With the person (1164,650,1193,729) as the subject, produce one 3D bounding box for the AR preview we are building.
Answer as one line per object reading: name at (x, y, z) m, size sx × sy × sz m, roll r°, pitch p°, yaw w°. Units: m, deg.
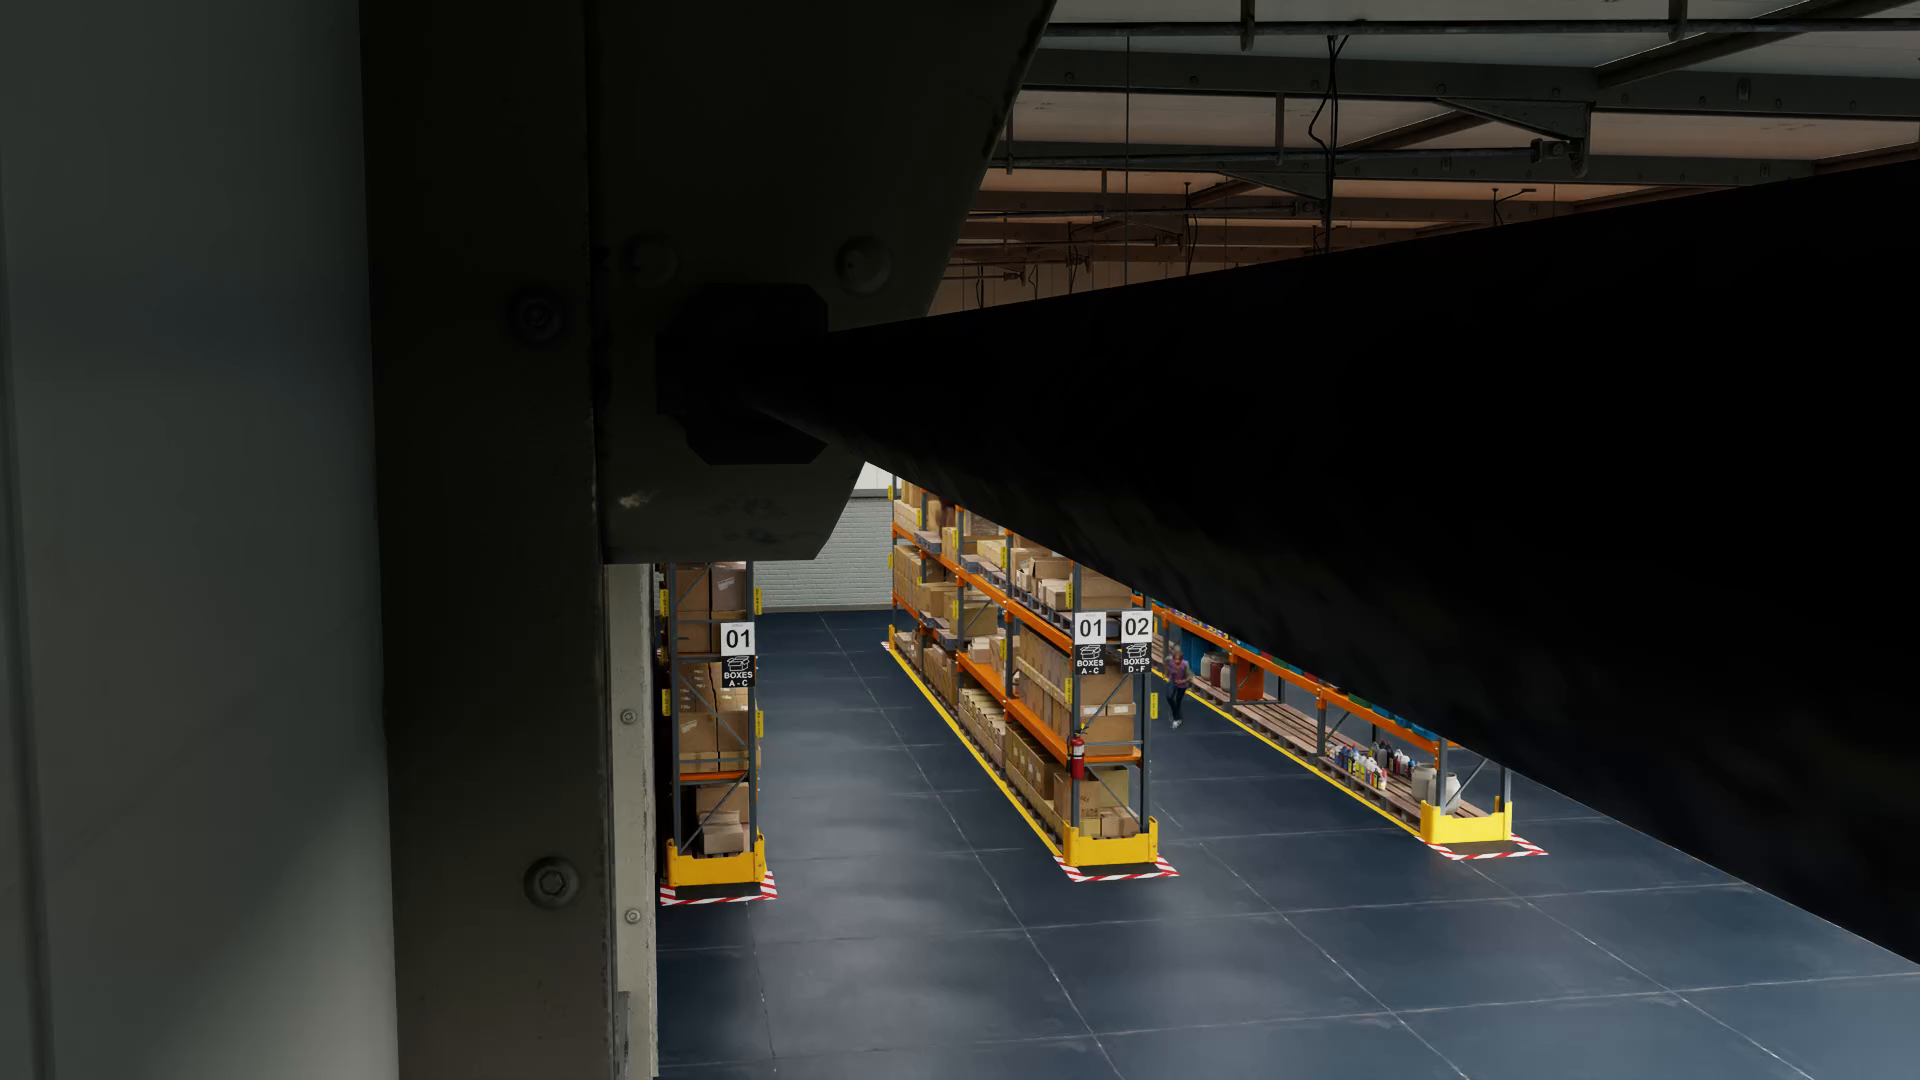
person at (3.795, 2.535, 28.854) m, size 0.524 × 1.393 × 1.049 m, roll 1°, pitch 6°, yaw 13°
